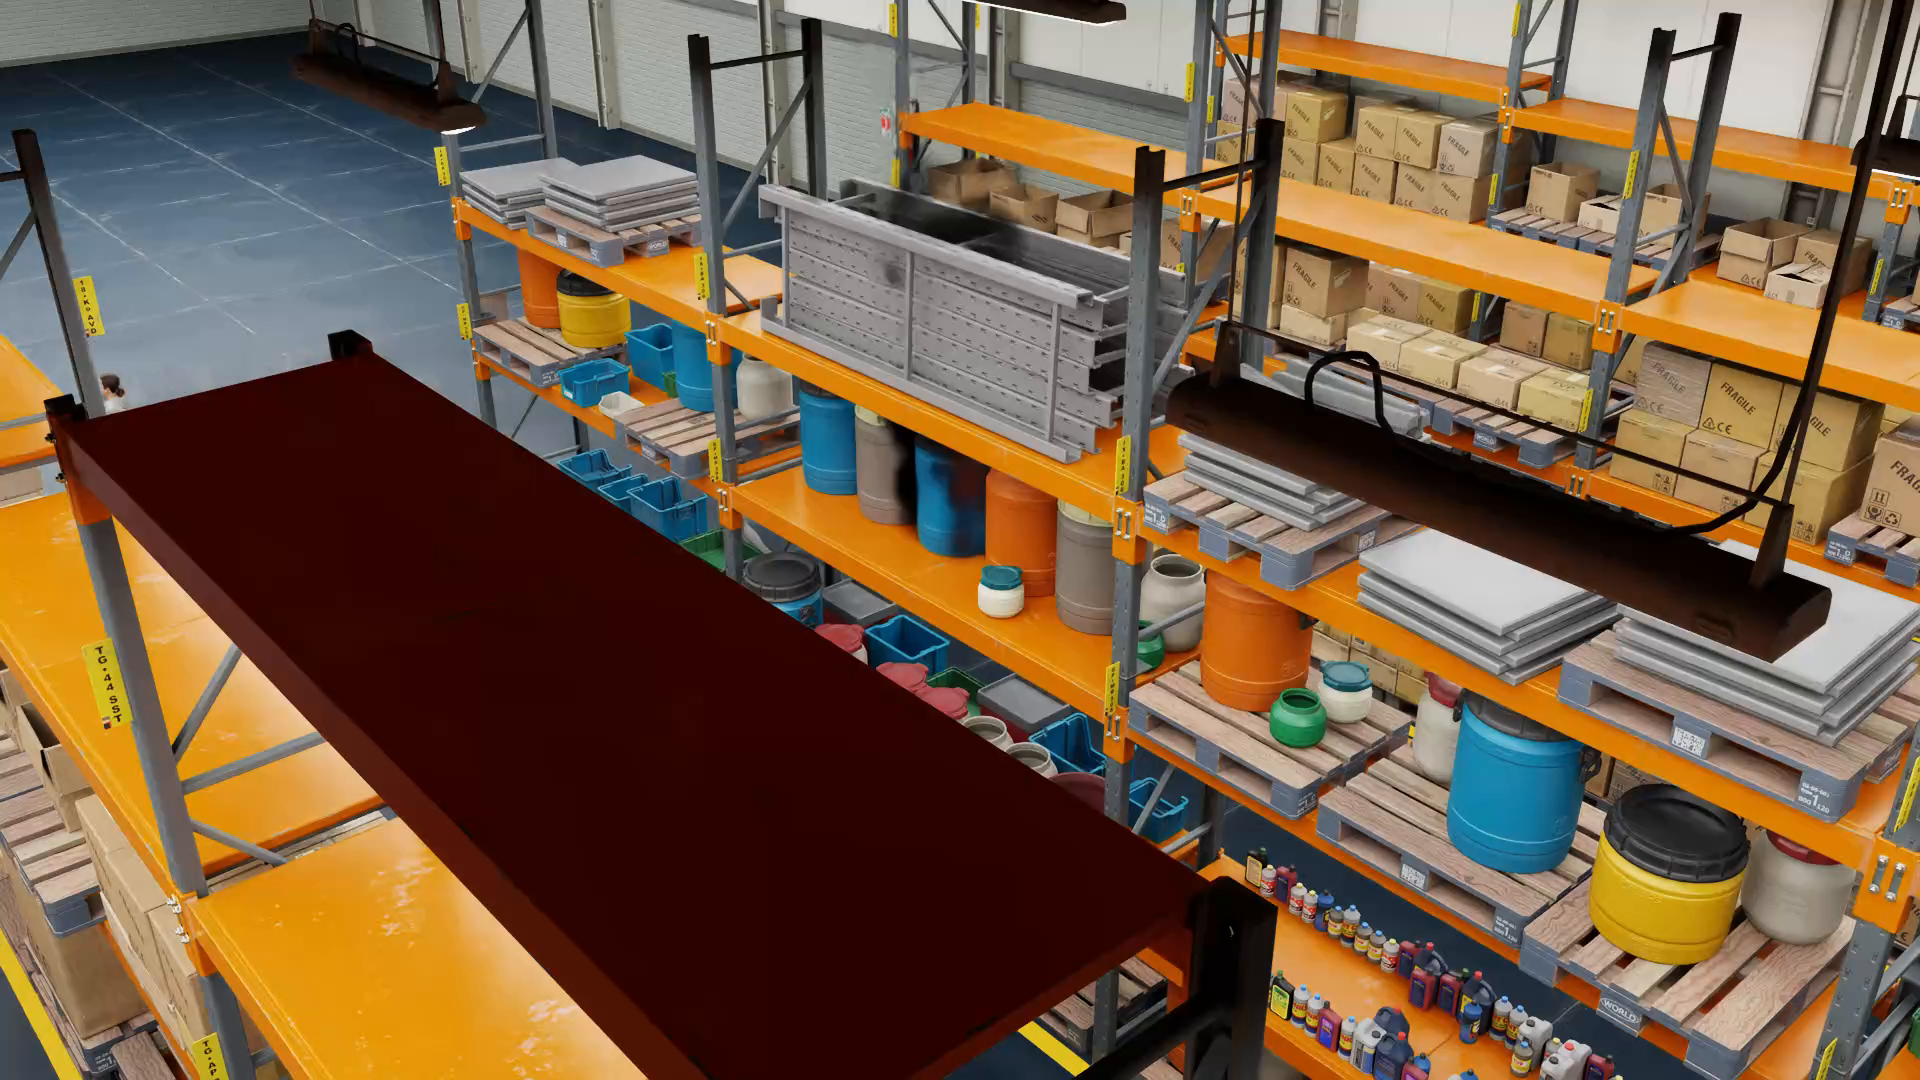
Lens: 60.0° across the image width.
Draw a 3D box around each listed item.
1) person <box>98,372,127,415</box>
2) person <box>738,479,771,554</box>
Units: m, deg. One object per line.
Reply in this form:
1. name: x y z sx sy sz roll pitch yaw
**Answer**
1. person: -8.996 -1.007 17.766 0.559 1.631 0.560 -7 28 -14
2. person: -2.258 -0.456 16.637 0.888 1.701 0.600 20 33 34
